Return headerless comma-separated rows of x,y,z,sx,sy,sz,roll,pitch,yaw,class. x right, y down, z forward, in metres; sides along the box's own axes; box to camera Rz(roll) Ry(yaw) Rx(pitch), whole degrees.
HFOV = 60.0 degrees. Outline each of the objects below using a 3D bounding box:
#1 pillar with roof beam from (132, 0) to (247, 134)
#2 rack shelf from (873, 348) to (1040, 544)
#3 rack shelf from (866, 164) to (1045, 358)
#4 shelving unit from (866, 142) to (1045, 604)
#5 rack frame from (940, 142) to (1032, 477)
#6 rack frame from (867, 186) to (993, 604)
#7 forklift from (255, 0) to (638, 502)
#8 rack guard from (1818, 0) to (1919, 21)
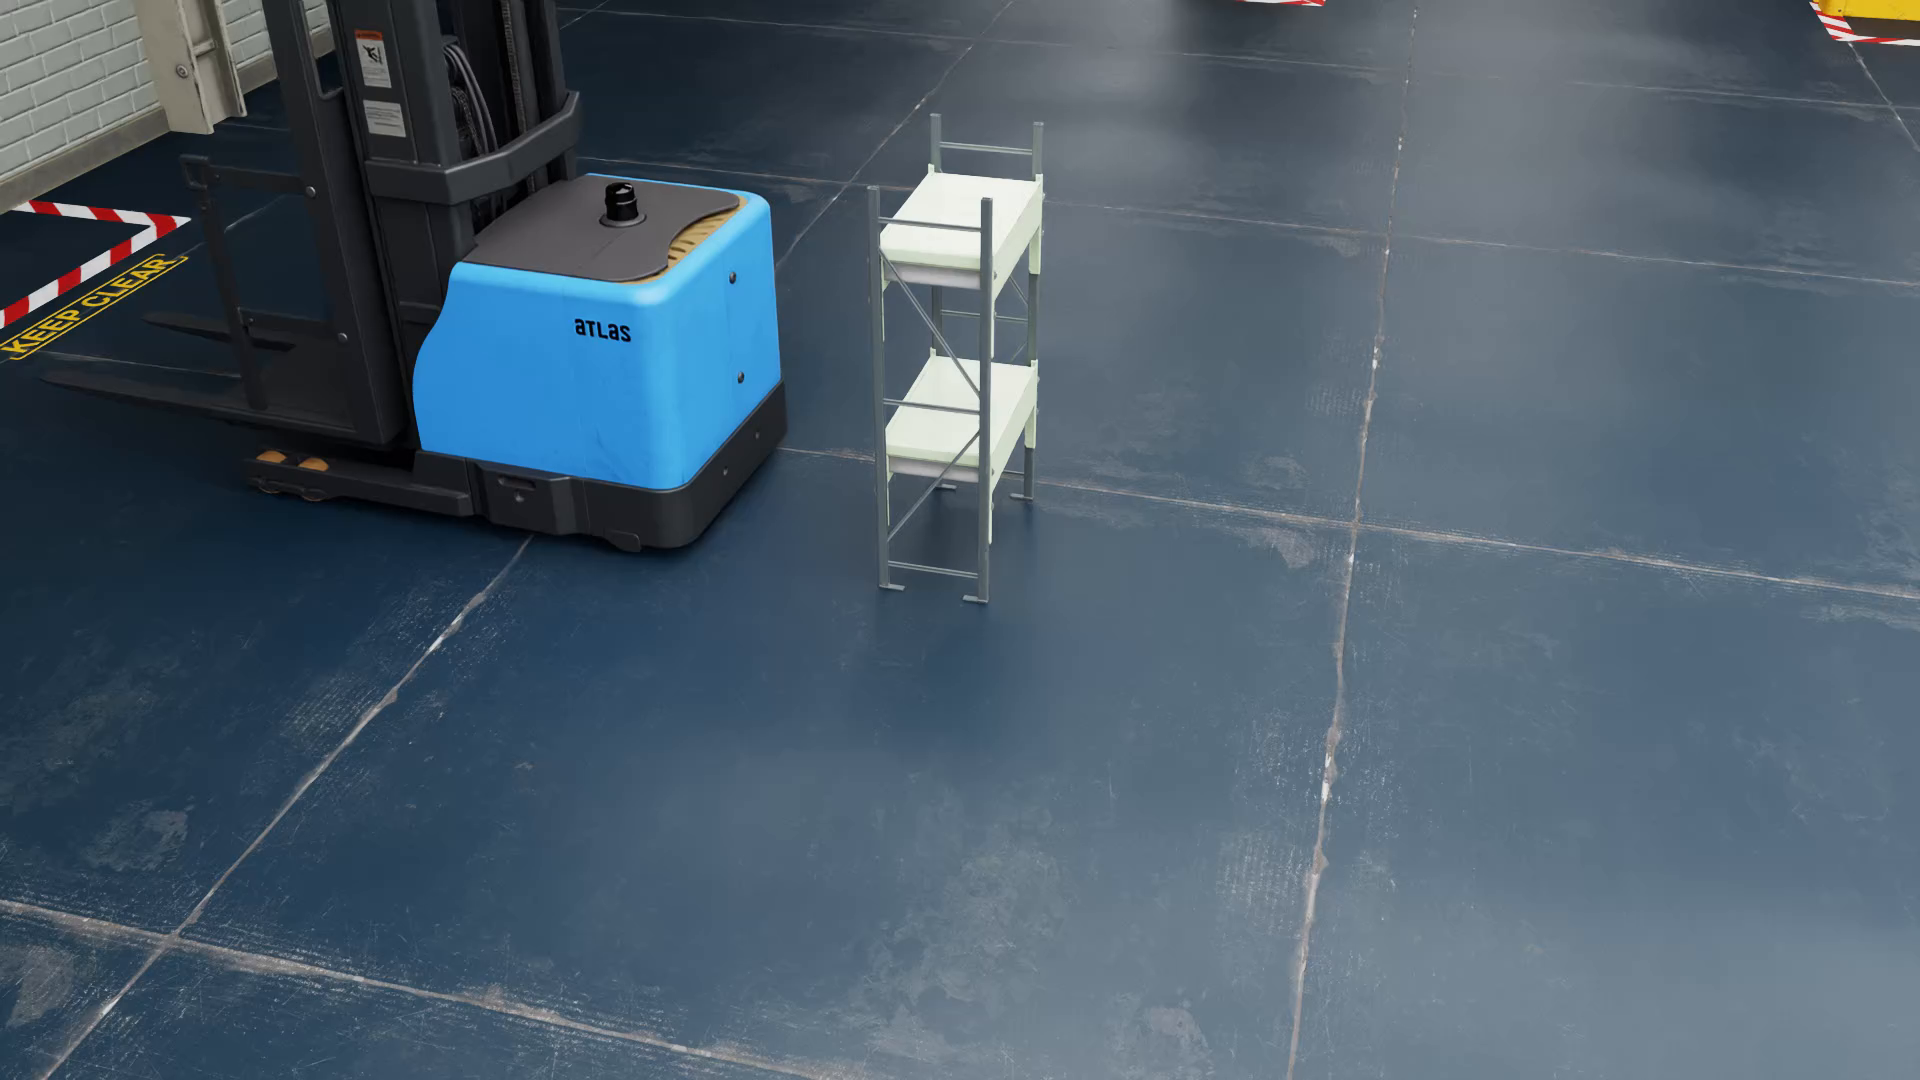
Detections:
-0.514,-5.808,6.998,9.100,9.000,0.400,8,33,12,pillar with roof beam
-0.002,-0.354,6.017,0.431,0.370,0.720,8,33,12,rack shelf
-0.002,-0.959,5.633,0.431,0.370,0.720,8,33,12,rack shelf
-0.003,-0.628,5.839,0.431,1.500,0.748,8,33,12,shelving unit
0.092,-0.819,6.141,0.380,1.308,0.010,8,33,12,rack frame
-0.095,-0.440,5.543,0.400,1.500,0.023,8,33,12,rack frame
9.732,-2.660,7.762,22.555,2.867,12.119,10,34,15,forklift
7.060,-4.137,12.291,1.175,0.500,0.348,8,33,12,rack guard
